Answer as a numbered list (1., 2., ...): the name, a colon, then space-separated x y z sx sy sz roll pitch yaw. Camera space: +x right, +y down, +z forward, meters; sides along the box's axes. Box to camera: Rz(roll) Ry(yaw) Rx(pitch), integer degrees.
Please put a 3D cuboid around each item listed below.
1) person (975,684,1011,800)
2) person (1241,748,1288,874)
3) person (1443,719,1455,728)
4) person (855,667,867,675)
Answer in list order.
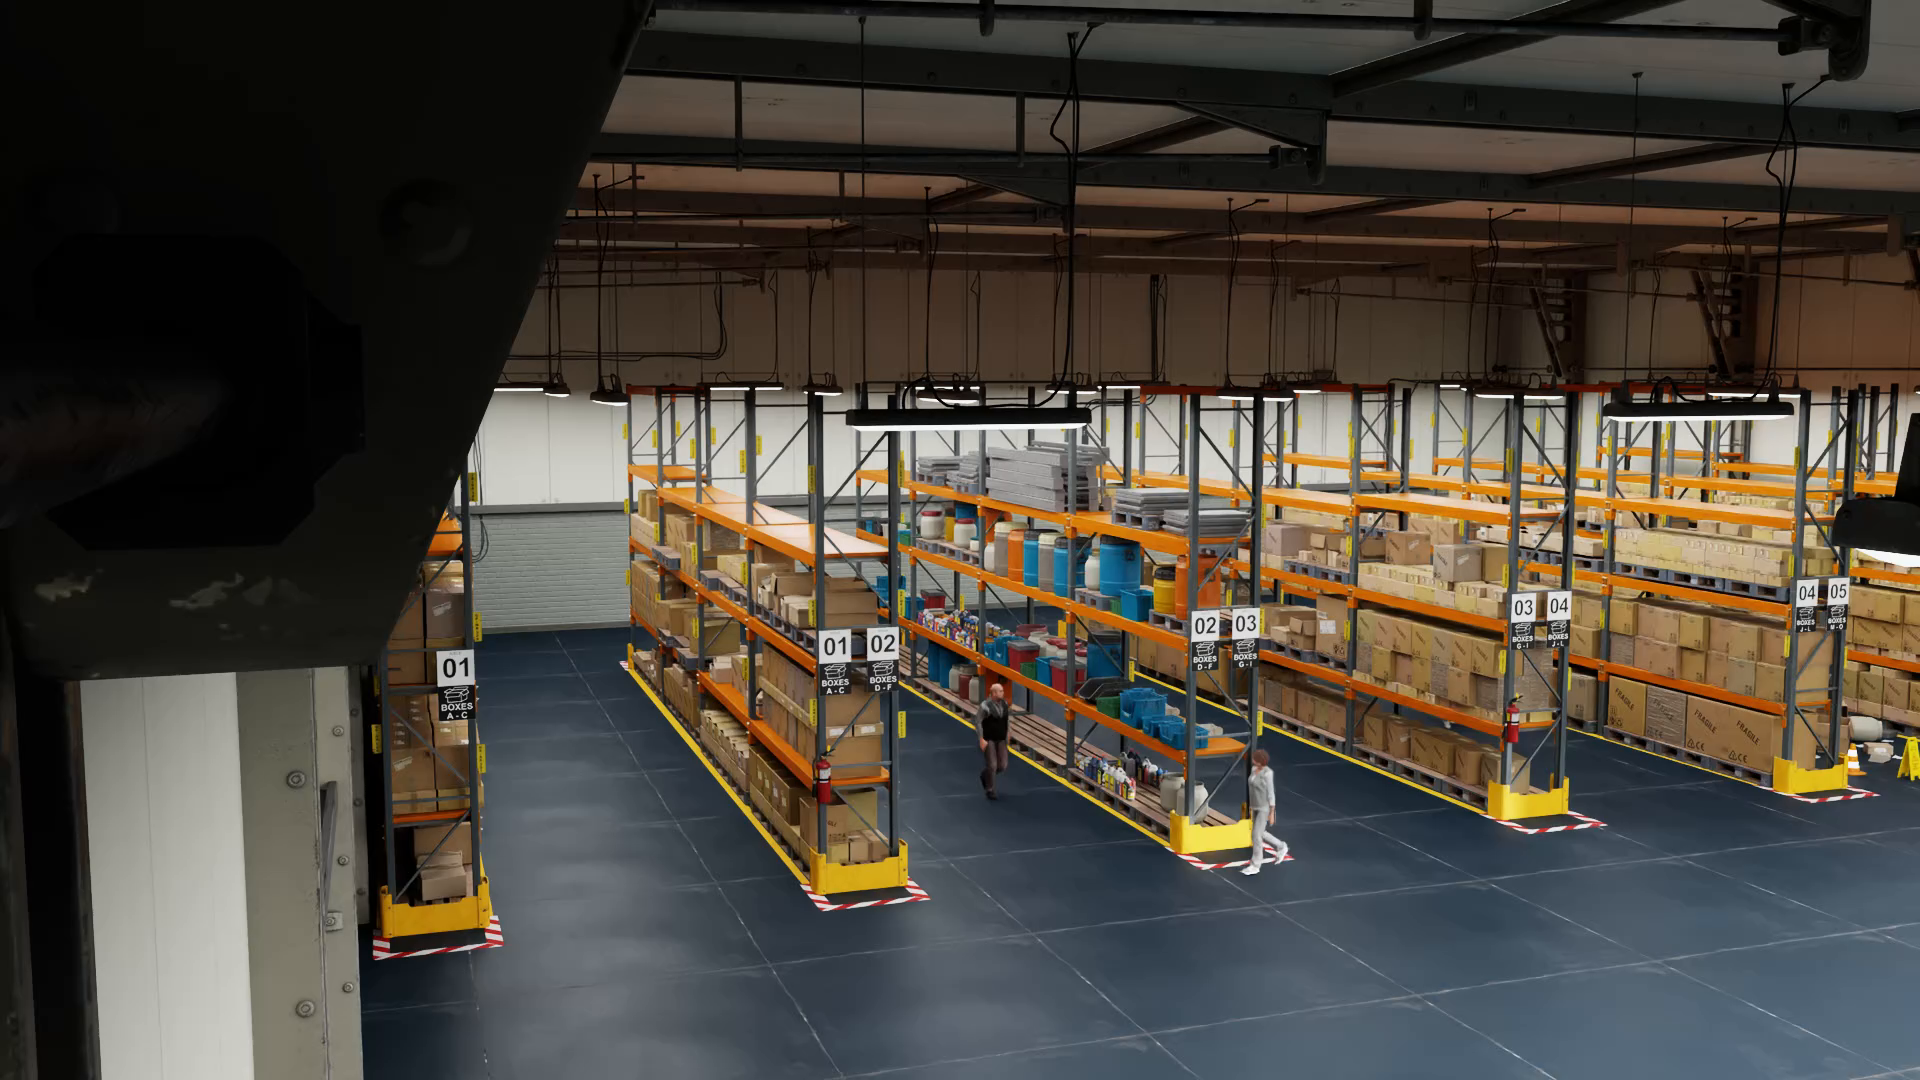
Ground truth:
1. person: 0.445 2.949 24.640 0.620 1.709 0.581 -5 8 -38
2. person: 3.845 3.386 20.923 0.733 1.569 0.505 -2 6 -17
3. person: 8.730 2.475 29.501 0.496 1.727 0.536 0 6 1
4. person: -1.927 2.078 32.607 0.567 1.768 0.511 -4 7 -34
